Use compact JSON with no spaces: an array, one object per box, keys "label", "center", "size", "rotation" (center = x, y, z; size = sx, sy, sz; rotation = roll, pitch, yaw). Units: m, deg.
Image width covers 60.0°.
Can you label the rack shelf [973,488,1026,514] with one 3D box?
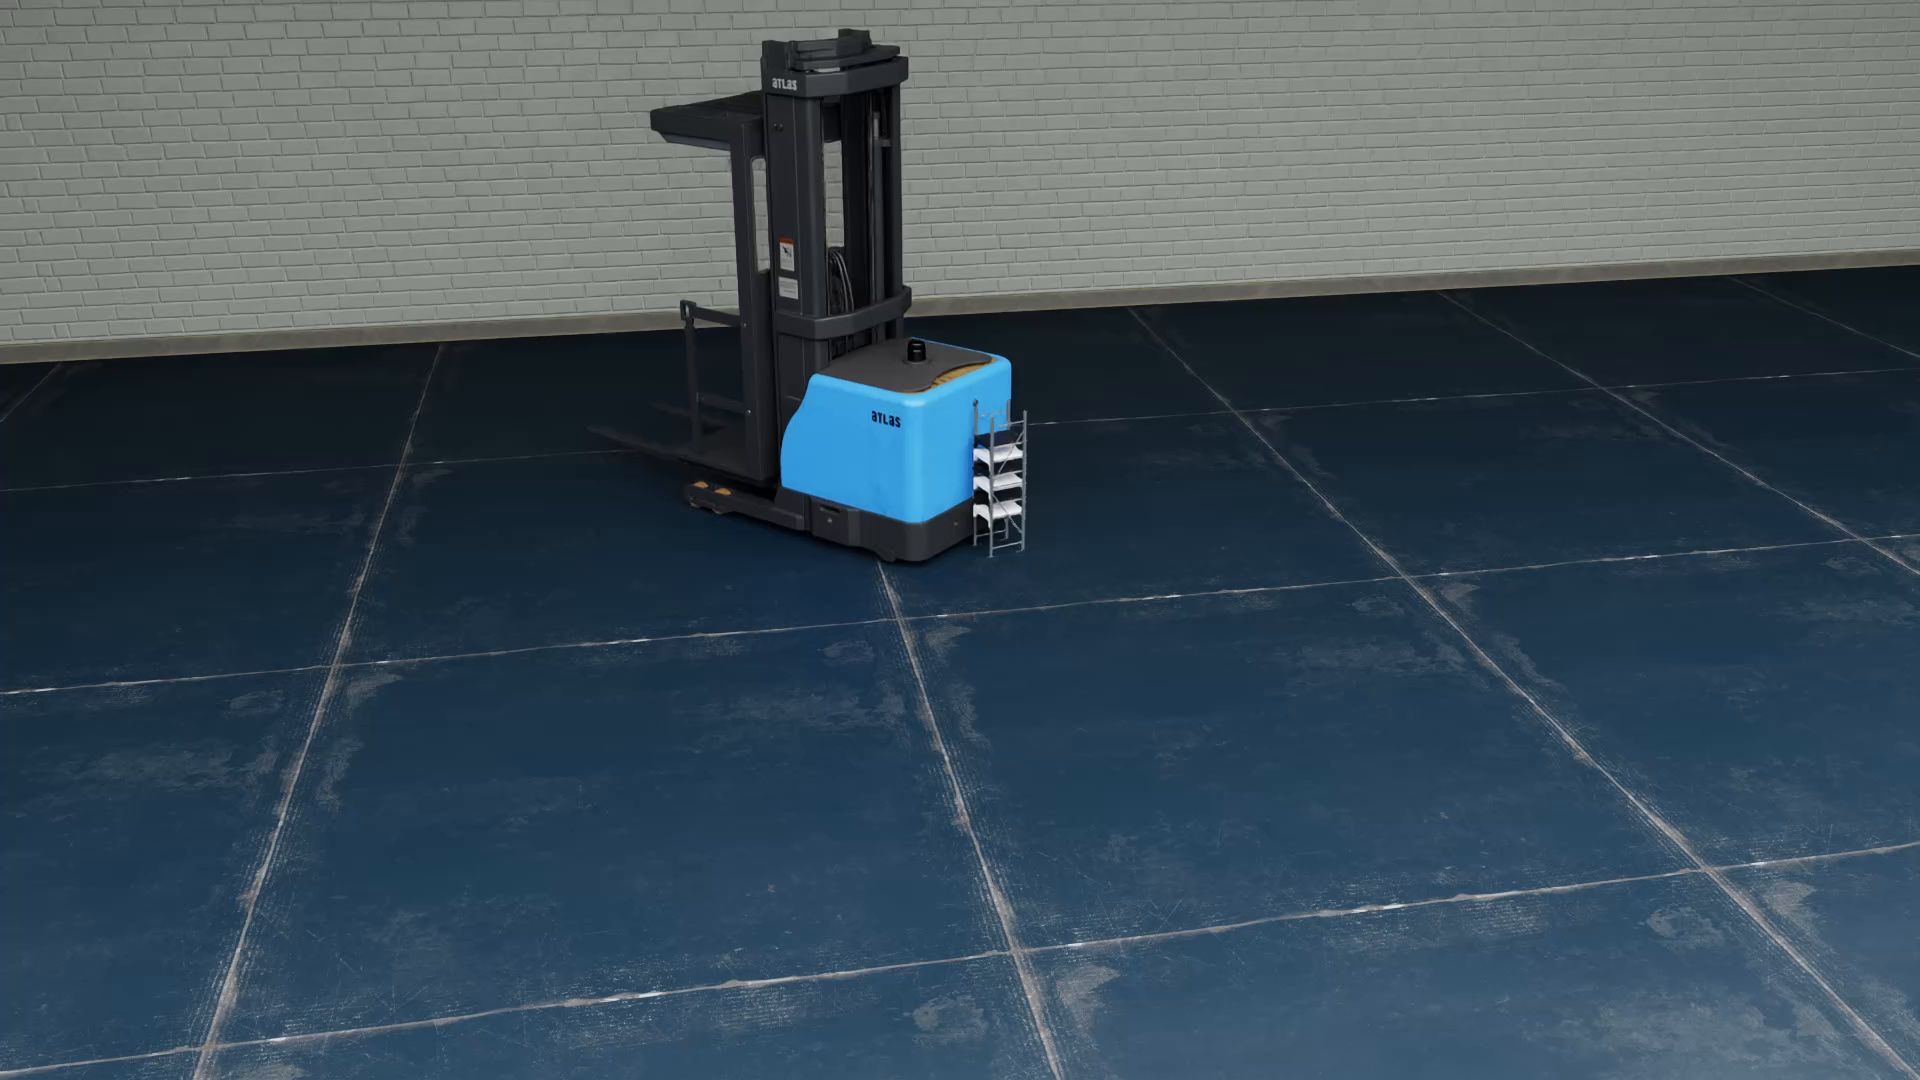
[{"label":"rack shelf","center":[0.237,-0.247,10.000],"size":[0.258,0.077,0.200],"rotation":[-12,26,-25]}]

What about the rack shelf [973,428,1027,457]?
[{"label":"rack shelf","center":[0.237,-0.577,9.855],"size":[0.258,0.077,0.200],"rotation":[-12,26,-25]}]

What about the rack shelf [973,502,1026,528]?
[{"label":"rack shelf","center":[0.237,-0.165,10.036],"size":[0.258,0.077,0.200],"rotation":[-12,26,-25]}]

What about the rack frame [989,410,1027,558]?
[{"label":"rack frame","center":[0.284,-0.324,9.868],"size":[0.240,0.900,0.006],"rotation":[-12,26,-25]}]

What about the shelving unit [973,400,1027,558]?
[{"label":"shelving unit","center":[0.237,-0.360,9.950],"size":[0.258,0.900,0.210],"rotation":[-12,26,-25]}]

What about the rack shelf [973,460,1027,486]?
[{"label":"rack shelf","center":[0.237,-0.412,9.928],"size":[0.258,0.077,0.200],"rotation":[-12,26,-25]}]

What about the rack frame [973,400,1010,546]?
[{"label":"rack frame","center":[0.190,-0.396,10.033],"size":[0.240,0.900,0.006],"rotation":[-12,26,-25]}]

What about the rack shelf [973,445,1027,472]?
[{"label":"rack shelf","center":[0.237,-0.495,9.891],"size":[0.258,0.077,0.200],"rotation":[-12,26,-25]}]

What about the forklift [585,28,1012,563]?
[{"label":"forklift","center":[-1.163,-1.659,10.387],"size":[3.031,2.935,1.130],"rotation":[16,28,32]}]

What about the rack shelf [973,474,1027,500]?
[{"label":"rack shelf","center":[0.237,-0.330,9.964],"size":[0.258,0.077,0.200],"rotation":[-12,26,-25]}]
